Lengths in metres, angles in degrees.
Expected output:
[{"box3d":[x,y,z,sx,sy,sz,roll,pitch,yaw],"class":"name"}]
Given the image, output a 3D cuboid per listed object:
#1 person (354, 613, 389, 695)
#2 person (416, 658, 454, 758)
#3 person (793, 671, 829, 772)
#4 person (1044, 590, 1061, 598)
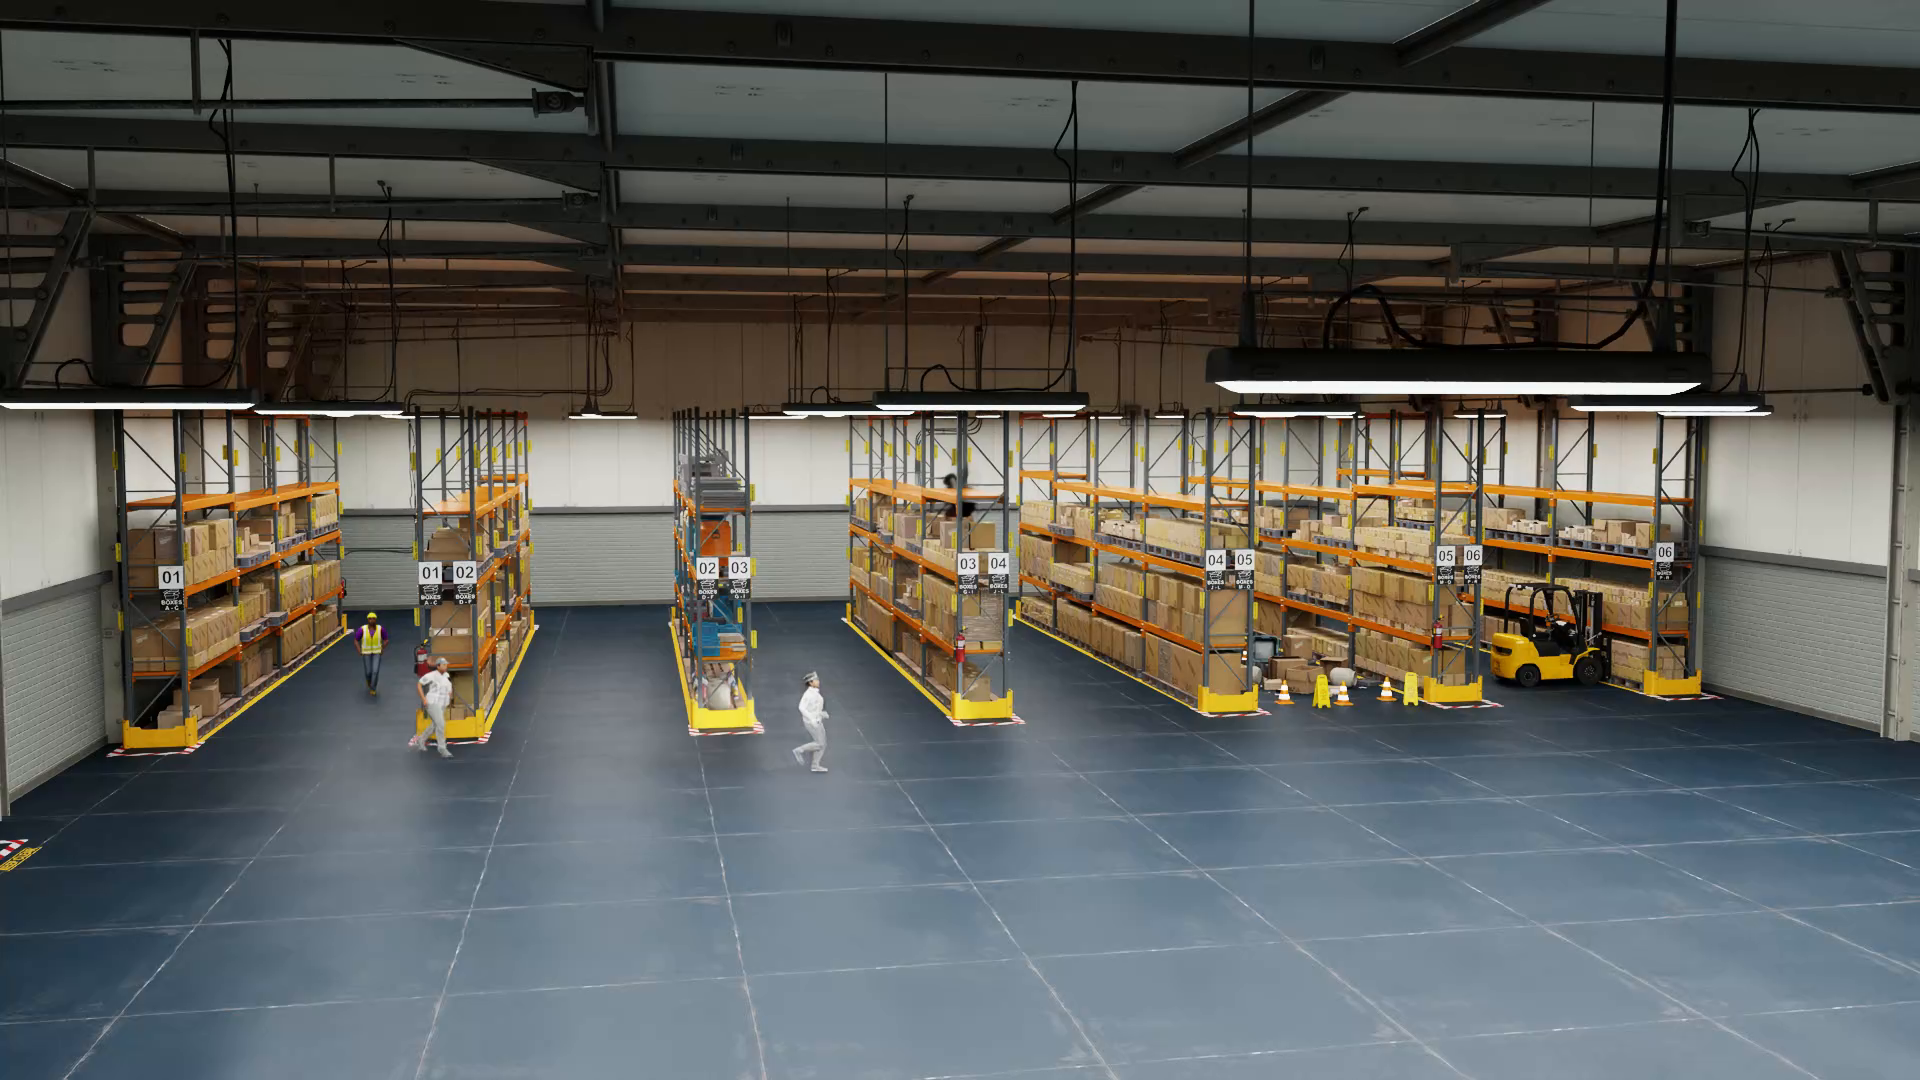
[{"box3d":[-12.393,2.382,35.049,0.697,1.725,0.624,-2,4,-21],"class":"person"},{"box3d":[-9.010,2.862,28.721,0.897,1.655,0.625,2,4,25],"class":"person"},{"box3d":[-2.435,2.964,27.179,0.567,1.651,0.629,1,4,7],"class":"person"},{"box3d":[2.770,1.344,49.878,0.781,1.667,0.636,2,4,23],"class":"person"}]
